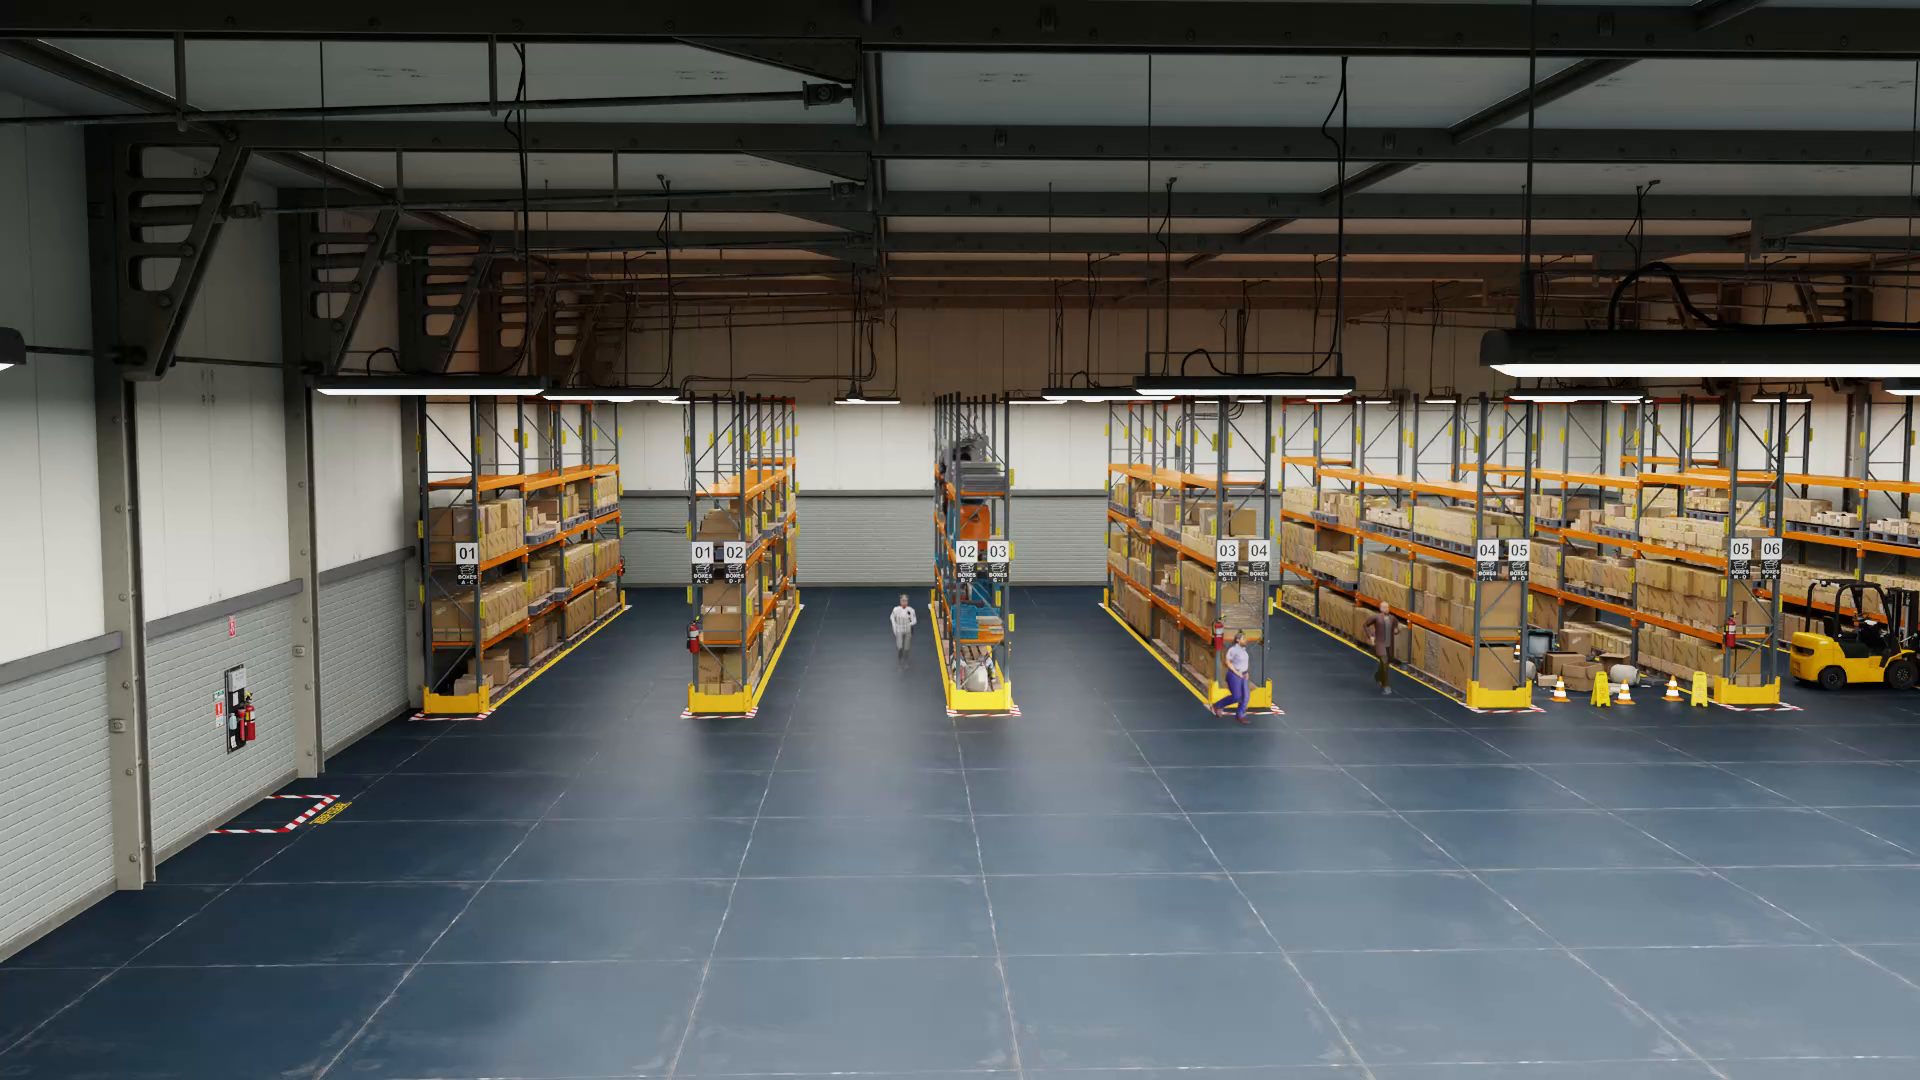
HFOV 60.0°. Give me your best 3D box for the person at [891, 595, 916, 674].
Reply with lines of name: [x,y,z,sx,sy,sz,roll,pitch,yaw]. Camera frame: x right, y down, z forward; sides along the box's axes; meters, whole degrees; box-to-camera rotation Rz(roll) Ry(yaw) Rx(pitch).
person: [-1.211,2.022,35.953,0.529,1.725,0.814,-1,5,-7]

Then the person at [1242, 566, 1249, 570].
person: [7.944,1.115,46.563,0.717,1.761,0.984,0,5,4]

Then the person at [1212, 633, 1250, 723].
person: [5.012,2.495,30.333,0.692,1.618,0.661,3,5,33]

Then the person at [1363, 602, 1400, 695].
person: [8.521,2.149,33.464,0.694,1.823,0.876,-1,5,-16]
